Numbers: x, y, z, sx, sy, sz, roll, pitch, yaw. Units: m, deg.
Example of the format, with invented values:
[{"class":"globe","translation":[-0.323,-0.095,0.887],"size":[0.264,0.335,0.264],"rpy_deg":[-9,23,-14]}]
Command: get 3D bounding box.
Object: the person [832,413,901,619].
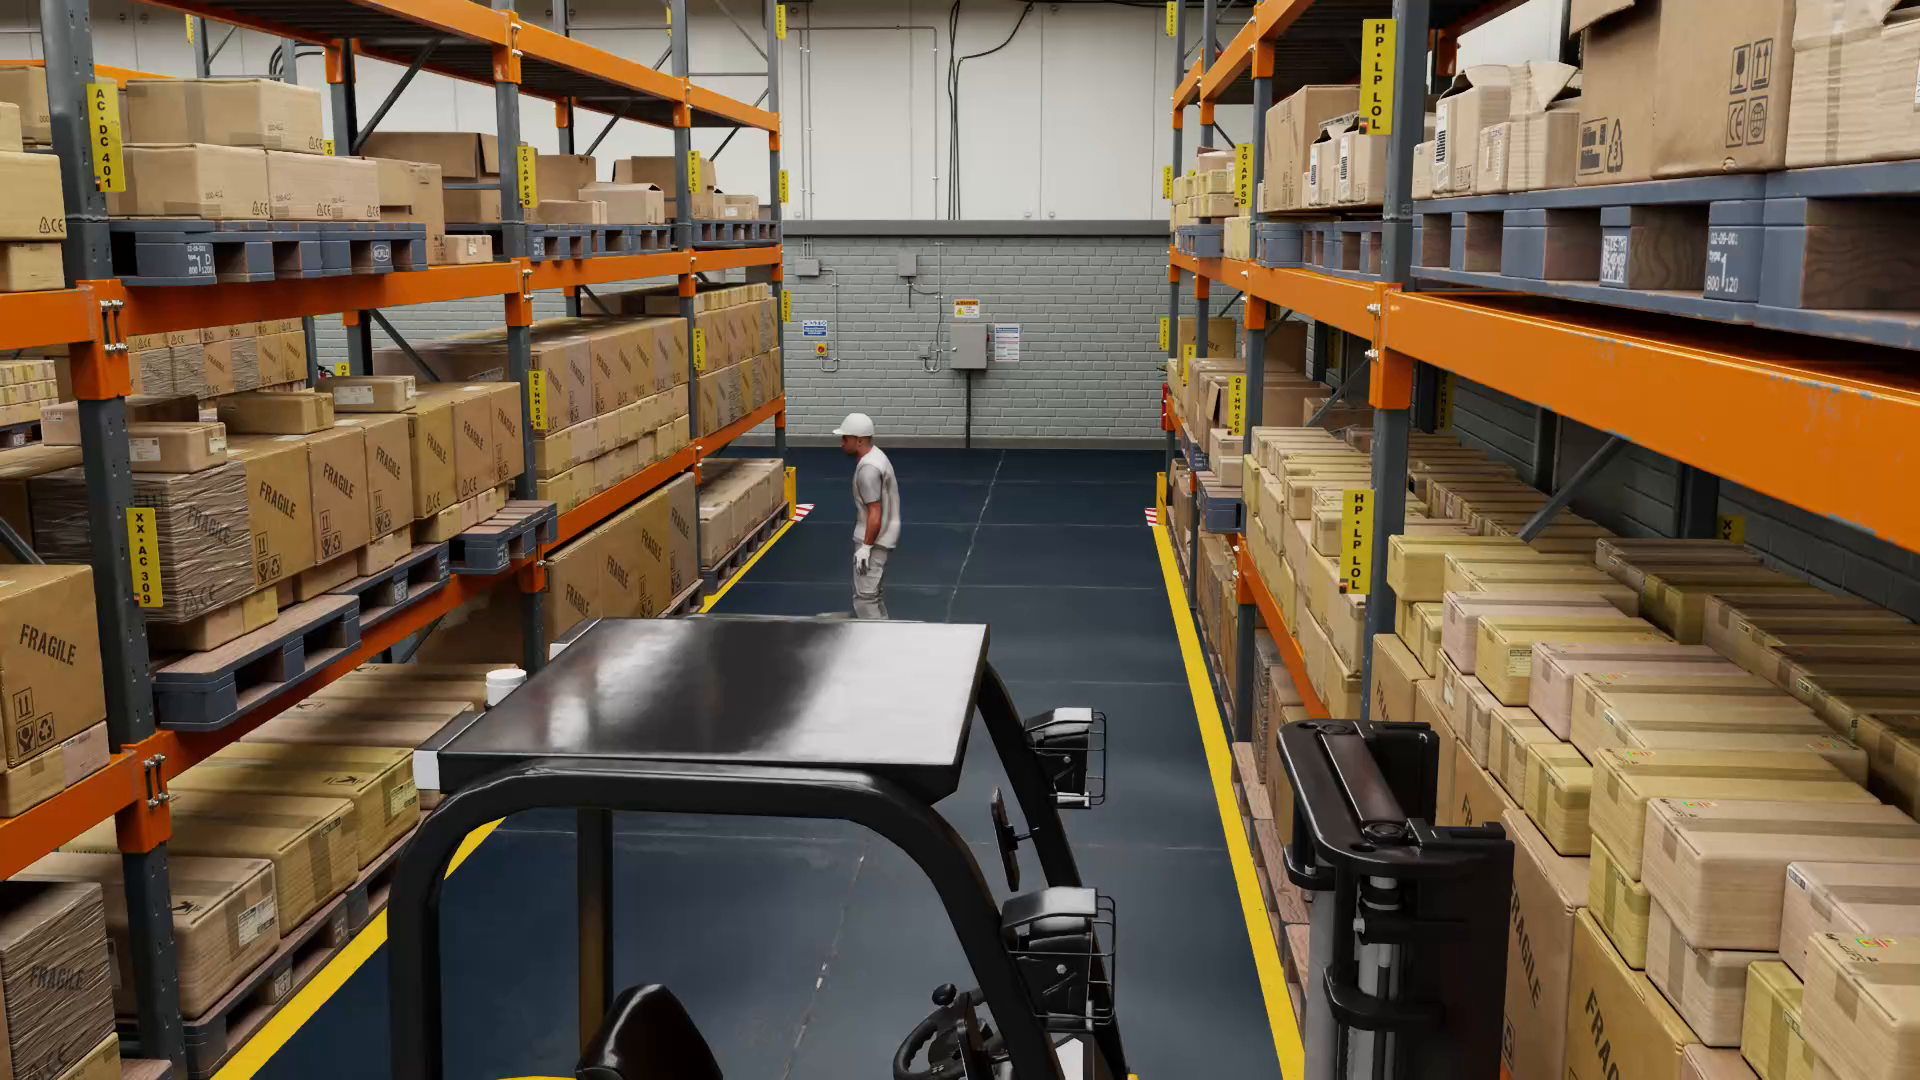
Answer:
[{"class":"person","translation":[-0.624,0.030,11.236],"size":[0.452,1.775,0.613],"rpy_deg":[0,11,0]}]
